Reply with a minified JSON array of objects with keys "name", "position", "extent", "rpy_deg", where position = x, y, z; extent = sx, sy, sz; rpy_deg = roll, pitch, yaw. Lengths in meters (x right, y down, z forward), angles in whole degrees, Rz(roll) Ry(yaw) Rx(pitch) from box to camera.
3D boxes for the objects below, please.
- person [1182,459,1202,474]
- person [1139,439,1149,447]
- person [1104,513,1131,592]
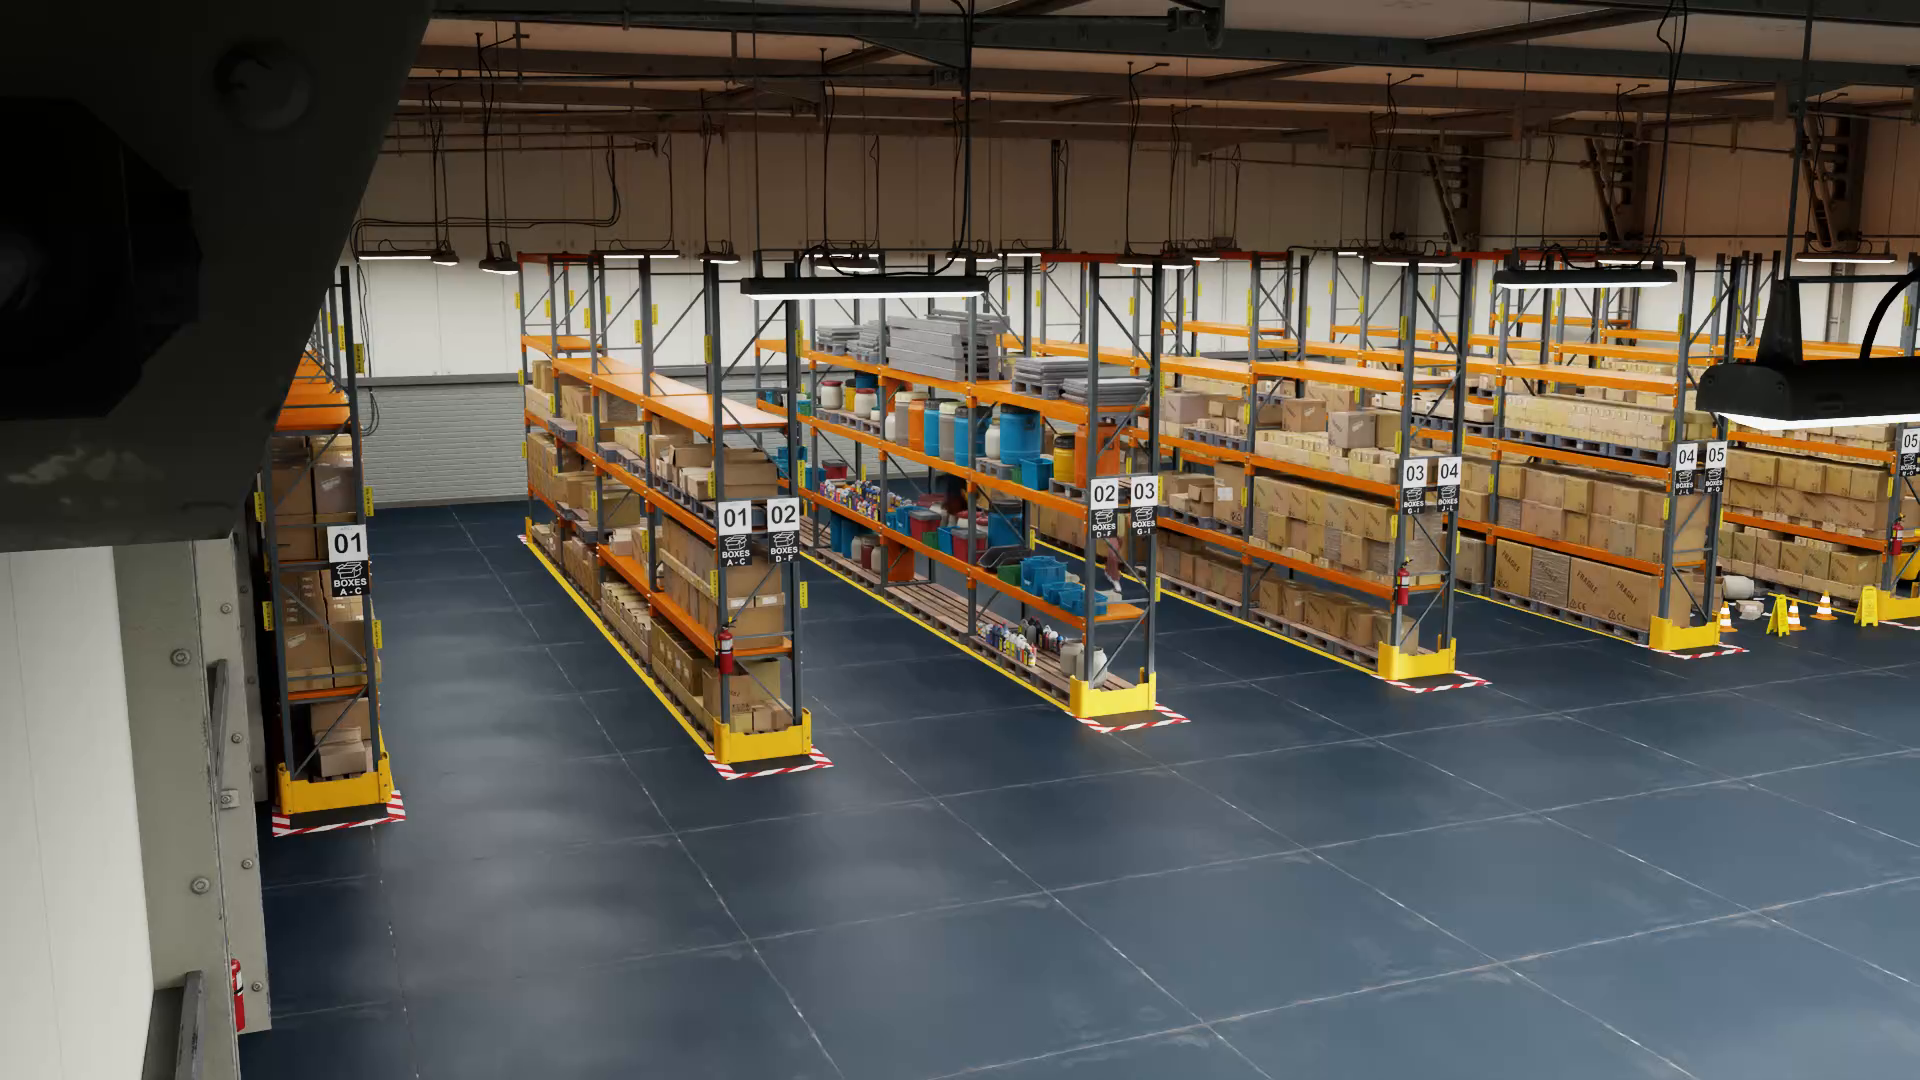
[{"name":"person","position":[5.832,-2.142,42.136],"extent":[0.888,1.670,0.565],"rpy_deg":[-3,11,-18]},{"name":"person","position":[4.588,-2.079,41.578],"extent":[0.528,1.733,0.688],"rpy_deg":[-3,11,-16]},{"name":"person","position":[2.715,-0.033,28.961],"extent":[0.564,1.753,0.777],"rpy_deg":[-5,12,-27]}]
